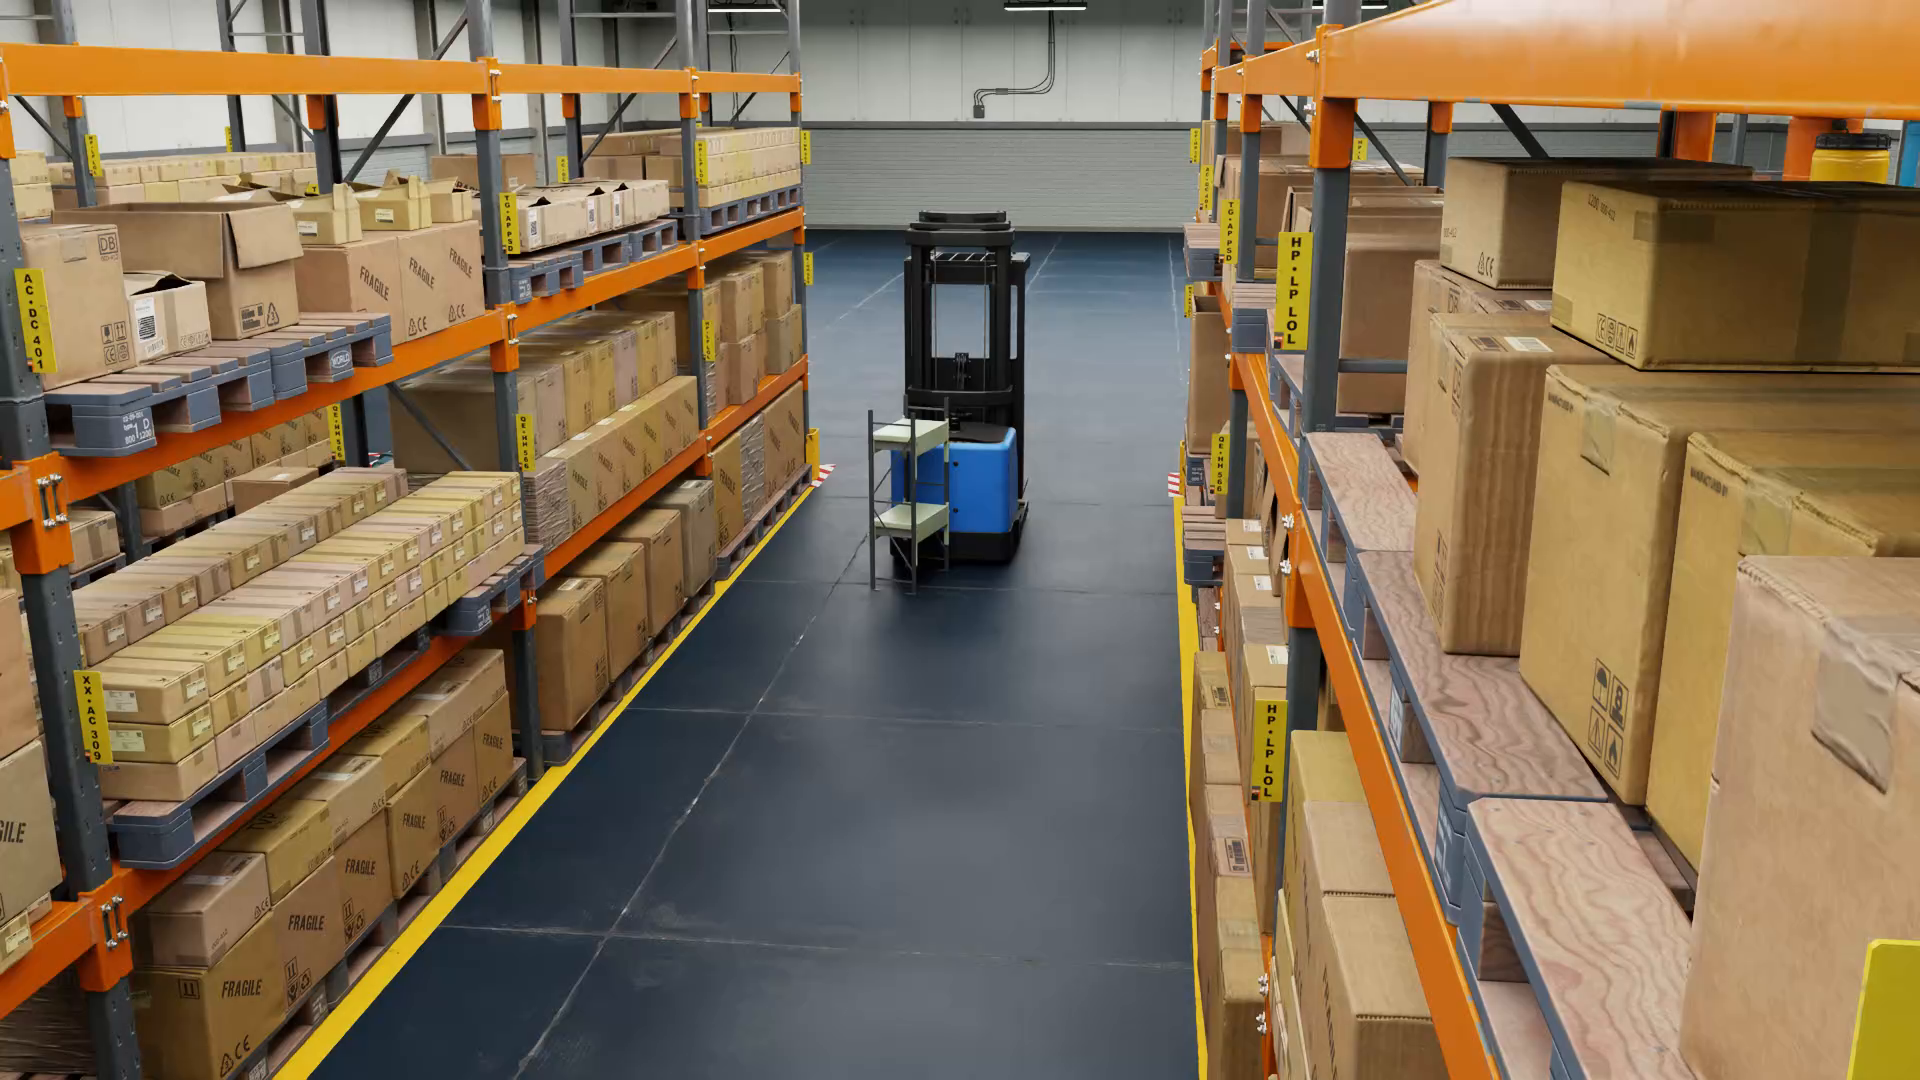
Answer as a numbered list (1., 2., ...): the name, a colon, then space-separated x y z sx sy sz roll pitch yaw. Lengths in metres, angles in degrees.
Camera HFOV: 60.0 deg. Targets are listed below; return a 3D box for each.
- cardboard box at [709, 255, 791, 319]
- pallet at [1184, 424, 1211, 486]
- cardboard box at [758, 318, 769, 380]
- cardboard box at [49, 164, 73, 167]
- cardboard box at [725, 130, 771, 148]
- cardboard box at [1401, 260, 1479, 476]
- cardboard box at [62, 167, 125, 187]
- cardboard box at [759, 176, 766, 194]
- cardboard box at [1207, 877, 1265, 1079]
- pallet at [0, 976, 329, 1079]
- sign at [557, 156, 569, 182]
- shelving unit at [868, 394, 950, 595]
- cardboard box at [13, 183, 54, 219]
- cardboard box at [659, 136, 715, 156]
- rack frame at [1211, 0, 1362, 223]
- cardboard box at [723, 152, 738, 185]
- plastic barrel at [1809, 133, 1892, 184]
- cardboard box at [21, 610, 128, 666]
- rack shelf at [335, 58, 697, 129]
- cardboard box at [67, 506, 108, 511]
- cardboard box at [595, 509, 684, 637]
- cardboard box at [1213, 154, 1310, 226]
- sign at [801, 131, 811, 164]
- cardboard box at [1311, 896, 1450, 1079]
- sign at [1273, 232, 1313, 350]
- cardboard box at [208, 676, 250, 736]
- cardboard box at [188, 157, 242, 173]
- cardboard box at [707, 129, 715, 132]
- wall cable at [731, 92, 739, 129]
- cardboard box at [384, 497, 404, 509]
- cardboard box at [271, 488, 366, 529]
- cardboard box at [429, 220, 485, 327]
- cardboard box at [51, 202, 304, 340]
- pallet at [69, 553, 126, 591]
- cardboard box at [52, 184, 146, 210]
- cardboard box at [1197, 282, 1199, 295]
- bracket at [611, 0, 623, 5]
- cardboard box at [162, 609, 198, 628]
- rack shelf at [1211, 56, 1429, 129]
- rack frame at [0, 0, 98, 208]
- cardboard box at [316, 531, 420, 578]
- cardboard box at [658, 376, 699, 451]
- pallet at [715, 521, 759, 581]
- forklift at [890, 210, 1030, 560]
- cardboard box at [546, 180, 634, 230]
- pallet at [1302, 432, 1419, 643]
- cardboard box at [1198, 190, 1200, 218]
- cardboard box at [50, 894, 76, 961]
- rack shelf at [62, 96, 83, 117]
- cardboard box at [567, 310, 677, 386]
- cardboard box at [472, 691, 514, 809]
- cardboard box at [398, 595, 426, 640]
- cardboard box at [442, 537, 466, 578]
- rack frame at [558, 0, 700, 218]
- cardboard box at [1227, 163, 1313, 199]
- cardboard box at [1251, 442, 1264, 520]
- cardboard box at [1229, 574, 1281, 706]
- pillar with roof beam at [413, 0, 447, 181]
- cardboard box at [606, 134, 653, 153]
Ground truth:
1. cardboard box: -2.140 -2.469 16.189 0.875 0.550 0.550 2 15 6
2. pallet: 2.145 -0.619 12.073 1.003 0.211 1.213 2 15 6
3. cardboard box: -2.315 -1.805 15.805 0.875 0.550 0.550 2 15 6
4. cardboard box: -7.580 -3.132 14.207 0.380 0.149 0.250 2 15 8
5. cardboard box: -1.934 -3.651 15.129 0.380 0.149 0.250 1 15 5
6. cardboard box: 1.445 -0.373 3.862 0.700 0.500 0.500 1 15 3
7. cardboard box: -7.111 -2.981 13.648 0.380 0.149 0.250 1 15 5
8. cardboard box: -1.963 -3.201 14.994 0.380 0.149 0.250 2 15 7
9. cardboard box: 1.526 1.826 5.930 1.225 0.875 0.875 2 15 6
10. pallet: -3.357 2.141 6.840 1.003 0.211 1.213 2 15 6
11. sign: -3.092 -2.830 12.992 0.100 0.325 0.005 2 15 6
12. shelving unit: -0.413 -0.385 13.712 0.431 1.500 0.755 6 16 20
13. cardboard box: -7.393 -2.620 12.842 0.500 0.250 0.500 1 15 5
14. cardboard box: -2.162 -3.125 13.183 0.380 0.149 0.250 2 15 7
15. rack frame: 2.376 -3.802 11.982 1.000 3.000 0.127 2 15 6
16. cardboard box: -2.152 -3.098 13.846 0.500 0.250 0.500 2 15 6
17. plastic barrel: 7.746 -3.239 14.484 0.600 0.588 0.600 0 15 0
18. cardboard box: -3.532 0.382 6.541 0.380 0.149 0.250 1 15 4
19. rack shelf: -2.766 -2.915 10.847 1.077 0.370 4.000 2 15 6
20. cardboard box: -7.671 -0.234 14.745 0.500 0.250 0.500 2 15 9
21. cardboard box: -2.634 0.219 12.111 1.050 0.750 0.750 2 15 6
22. cardboard box: 2.225 -2.487 11.865 0.797 0.503 0.637 1 15 3
23. sign: -1.552 -3.933 16.670 0.100 0.325 0.005 2 15 6
24. cardboard box: 1.048 1.115 3.572 0.500 0.500 0.500 1 15 4
25. sign: 0.933 -0.694 4.641 0.100 0.325 0.005 2 15 6
26. cardboard box: -2.915 0.616 6.244 0.380 0.149 0.250 1 15 5
27. cardboard box: -7.012 -3.523 15.652 0.380 0.149 0.250 1 15 5
28. cardboard box: -2.530 -3.804 15.695 0.380 0.149 0.250 2 15 7
29. wall cable: -7.894 -12.129 48.727 3.097 2.526 0.112 2 15 6
30. cardboard box: -3.246 -0.146 9.063 0.380 0.149 0.250 2 15 9
31. cardboard box: -3.296 -0.162 8.551 0.380 0.149 0.250 2 15 6
32. cardboard box: -2.804 -1.381 8.585 0.500 0.500 0.500 2 15 6
33. cardboard box: -3.139 -1.100 6.736 0.797 0.503 0.637 1 15 6
34. pallet: -7.557 0.350 13.461 1.003 0.211 1.213 2 15 6
35. cardboard box: -7.149 -2.823 13.826 0.500 0.250 0.500 1 15 5
36. cardboard box: 2.326 -2.094 14.483 0.500 0.500 0.500 2 15 6
37. bracket: -9.235 -14.522 44.734 0.235 0.232 0.430 2 15 6
38. cardboard box: -3.478 0.392 7.074 0.380 0.149 0.250 1 15 3
39. rack shelf: 2.150 -2.743 10.210 1.077 0.370 4.000 2 15 6
40. rack frame: -7.471 -4.094 13.061 1.000 3.000 0.127 2 15 6
41. cardboard box: -2.740 0.067 7.706 0.380 0.149 0.250 2 15 9
42. cardboard box: -2.334 -0.983 12.859 0.500 0.500 0.500 2 15 6
43. pallet: -2.377 0.073 14.487 1.003 0.211 1.213 2 15 6
44. forklift: 0.068 -1.578 15.384 1.130 2.935 3.031 2 15 6
45. cardboard box: -2.520 -2.273 11.249 0.500 0.311 0.500 1 15 4
46. pallet: 1.371 -0.024 3.928 1.003 0.211 1.213 2 15 6
47. cardboard box: 2.516 -3.201 15.796 0.500 0.250 0.500 2 15 8
48. cardboard box: -3.611 1.438 6.644 0.500 0.250 0.500 1 15 5
49. rack shelf: -7.696 -3.035 11.289 1.077 0.370 4.000 2 15 6
50. cardboard box: -2.591 -1.480 12.782 0.700 0.500 0.500 1 15 5
51. cardboard box: -2.807 1.142 9.177 0.500 0.500 0.500 2 15 6
52. cardboard box: -2.741 0.352 7.791 0.380 0.149 0.250 2 15 8
53. cardboard box: -2.680 0.078 8.232 0.380 0.149 0.250 2 15 6
54. rack frame: -2.541 -3.974 12.619 1.000 3.000 0.127 2 15 6
55. cardboard box: 1.777 -1.870 9.436 0.500 0.500 0.500 2 15 6
56. cardboard box: 1.946 -0.260 9.383 0.500 0.500 0.500 0 15 -1
57. cardboard box: 1.489 0.468 7.492 0.500 0.500 0.500 1 15 5
58. pillar with roof beam: -6.617 -9.664 33.661 9.100 9.000 0.400 2 15 6
59. cardboard box: -2.759 -3.276 13.740 0.380 0.149 0.250 2 15 6
